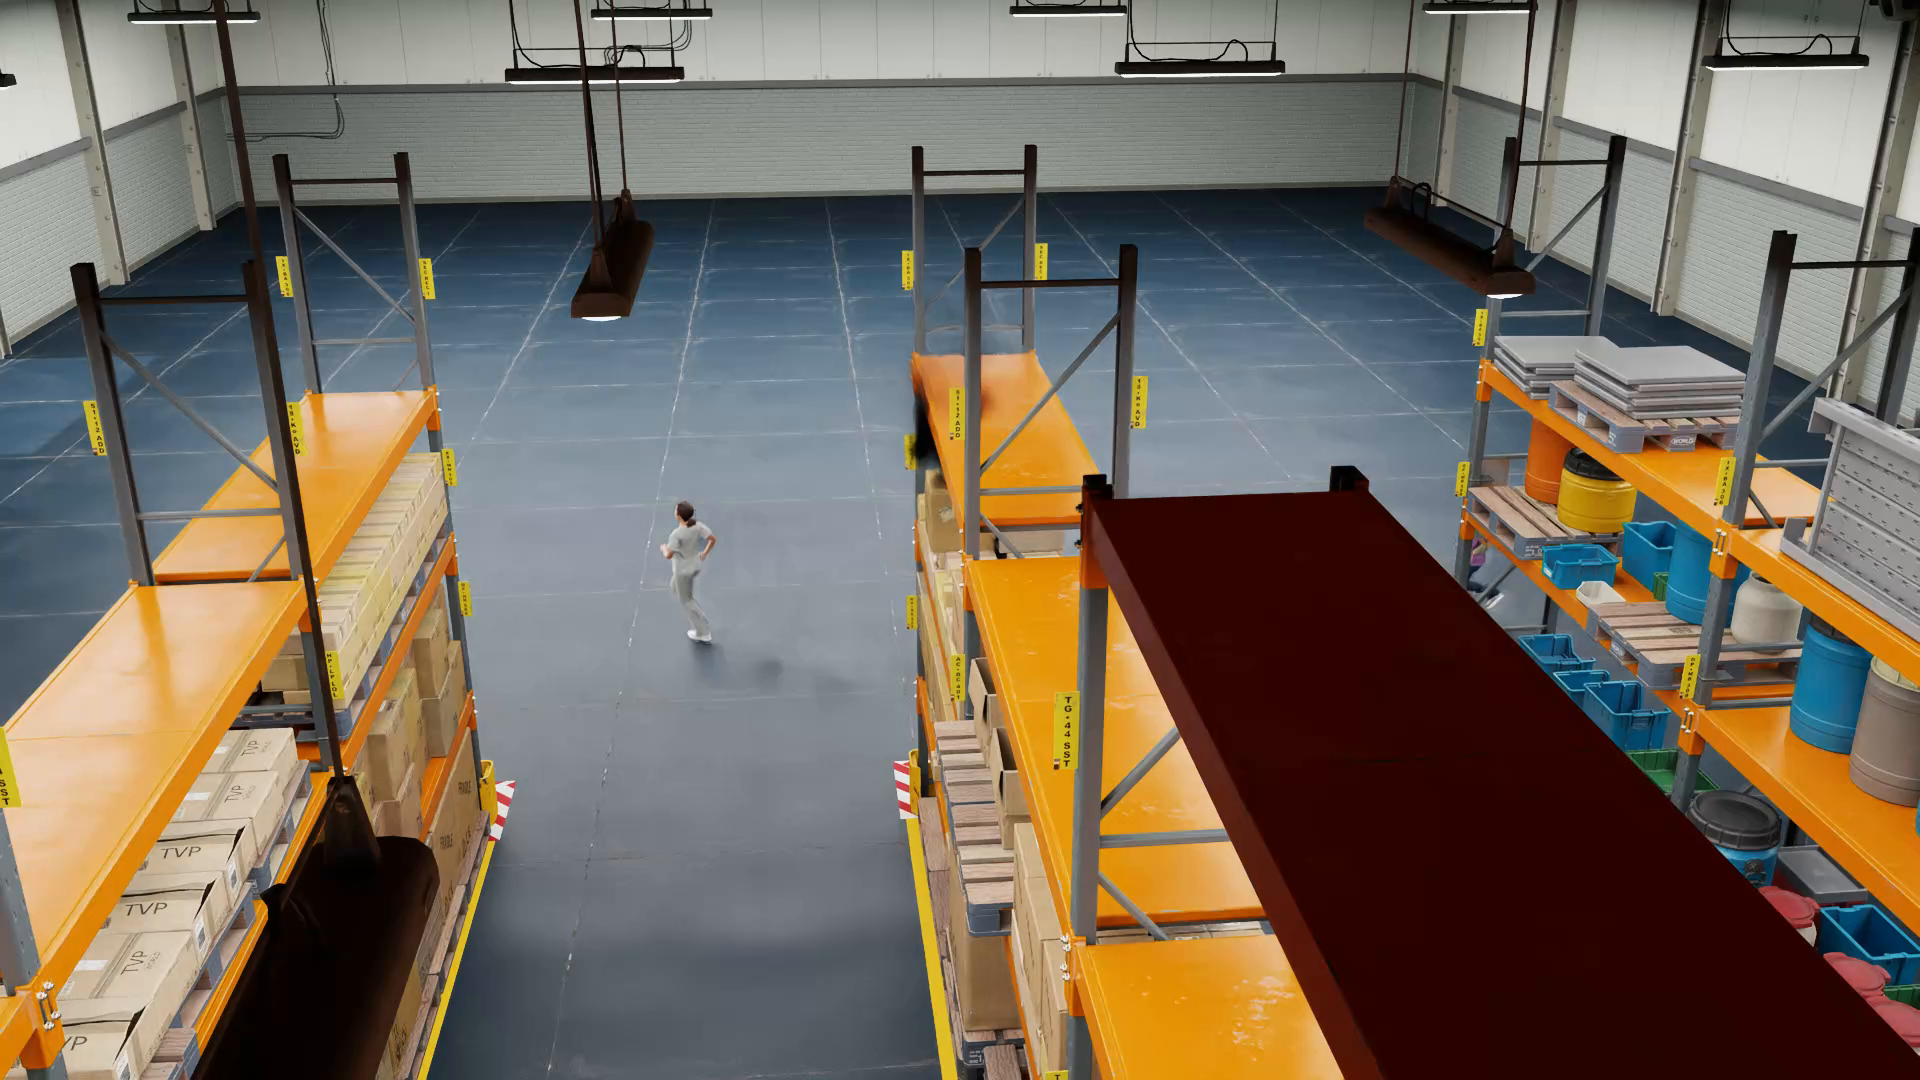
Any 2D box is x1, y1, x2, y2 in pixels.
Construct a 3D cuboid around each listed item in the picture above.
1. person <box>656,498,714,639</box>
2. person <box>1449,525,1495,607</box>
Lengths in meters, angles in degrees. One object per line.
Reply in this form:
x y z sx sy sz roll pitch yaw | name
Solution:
-3.095 0.320 18.571 0.688 1.680 0.539 12 24 27 | person
5.833 0.236 18.977 0.541 1.553 0.550 8 23 19 | person
